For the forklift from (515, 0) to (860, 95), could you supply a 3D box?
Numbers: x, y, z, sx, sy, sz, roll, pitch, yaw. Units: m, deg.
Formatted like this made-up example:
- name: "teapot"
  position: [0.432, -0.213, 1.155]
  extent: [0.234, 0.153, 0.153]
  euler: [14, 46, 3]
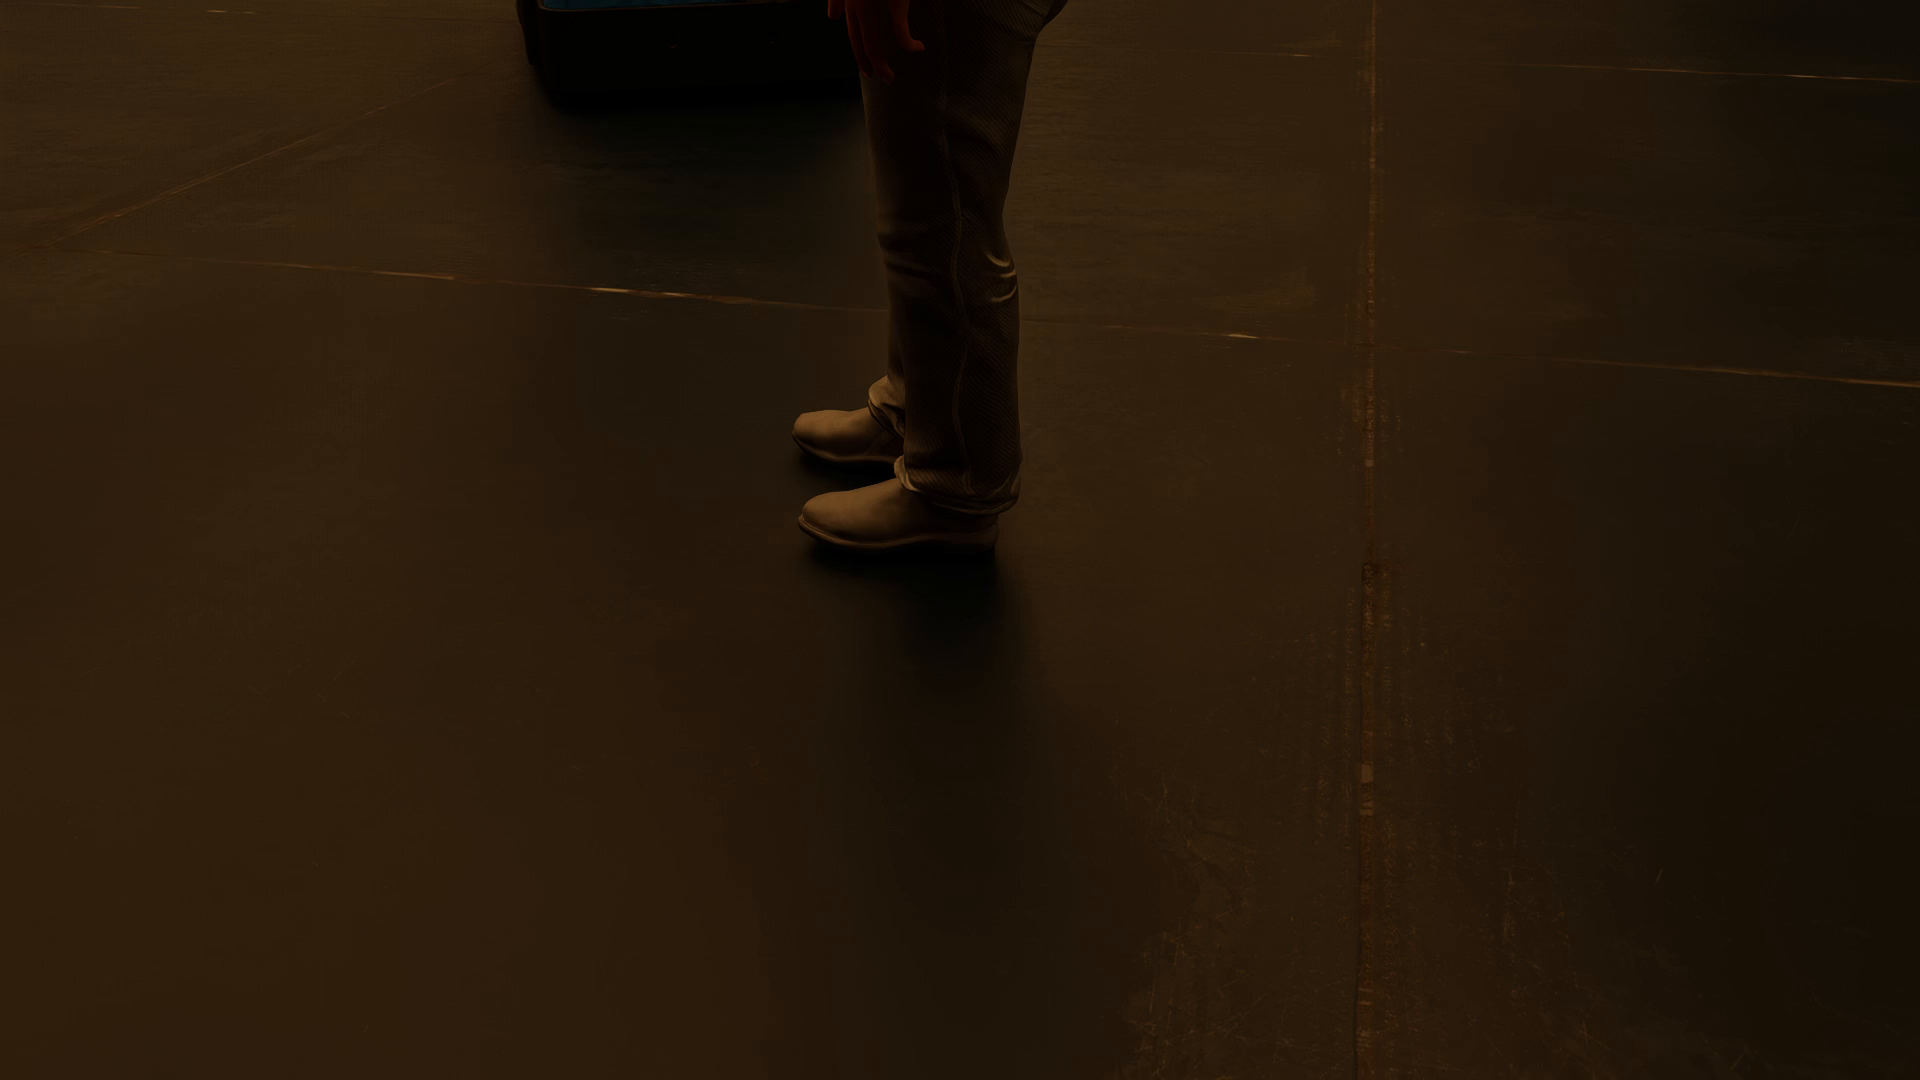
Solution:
- name: "forklift"
  position: [-1.128, -3.299, 5.785]
  extent: [1.130, 2.935, 3.031]
  euler: [-7, 28, -14]

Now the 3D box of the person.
- name: "person"
  position: [-0.058, -0.808, 2.116]
  extent: [0.568, 1.773, 0.632]
  euler: [6, 27, 11]
